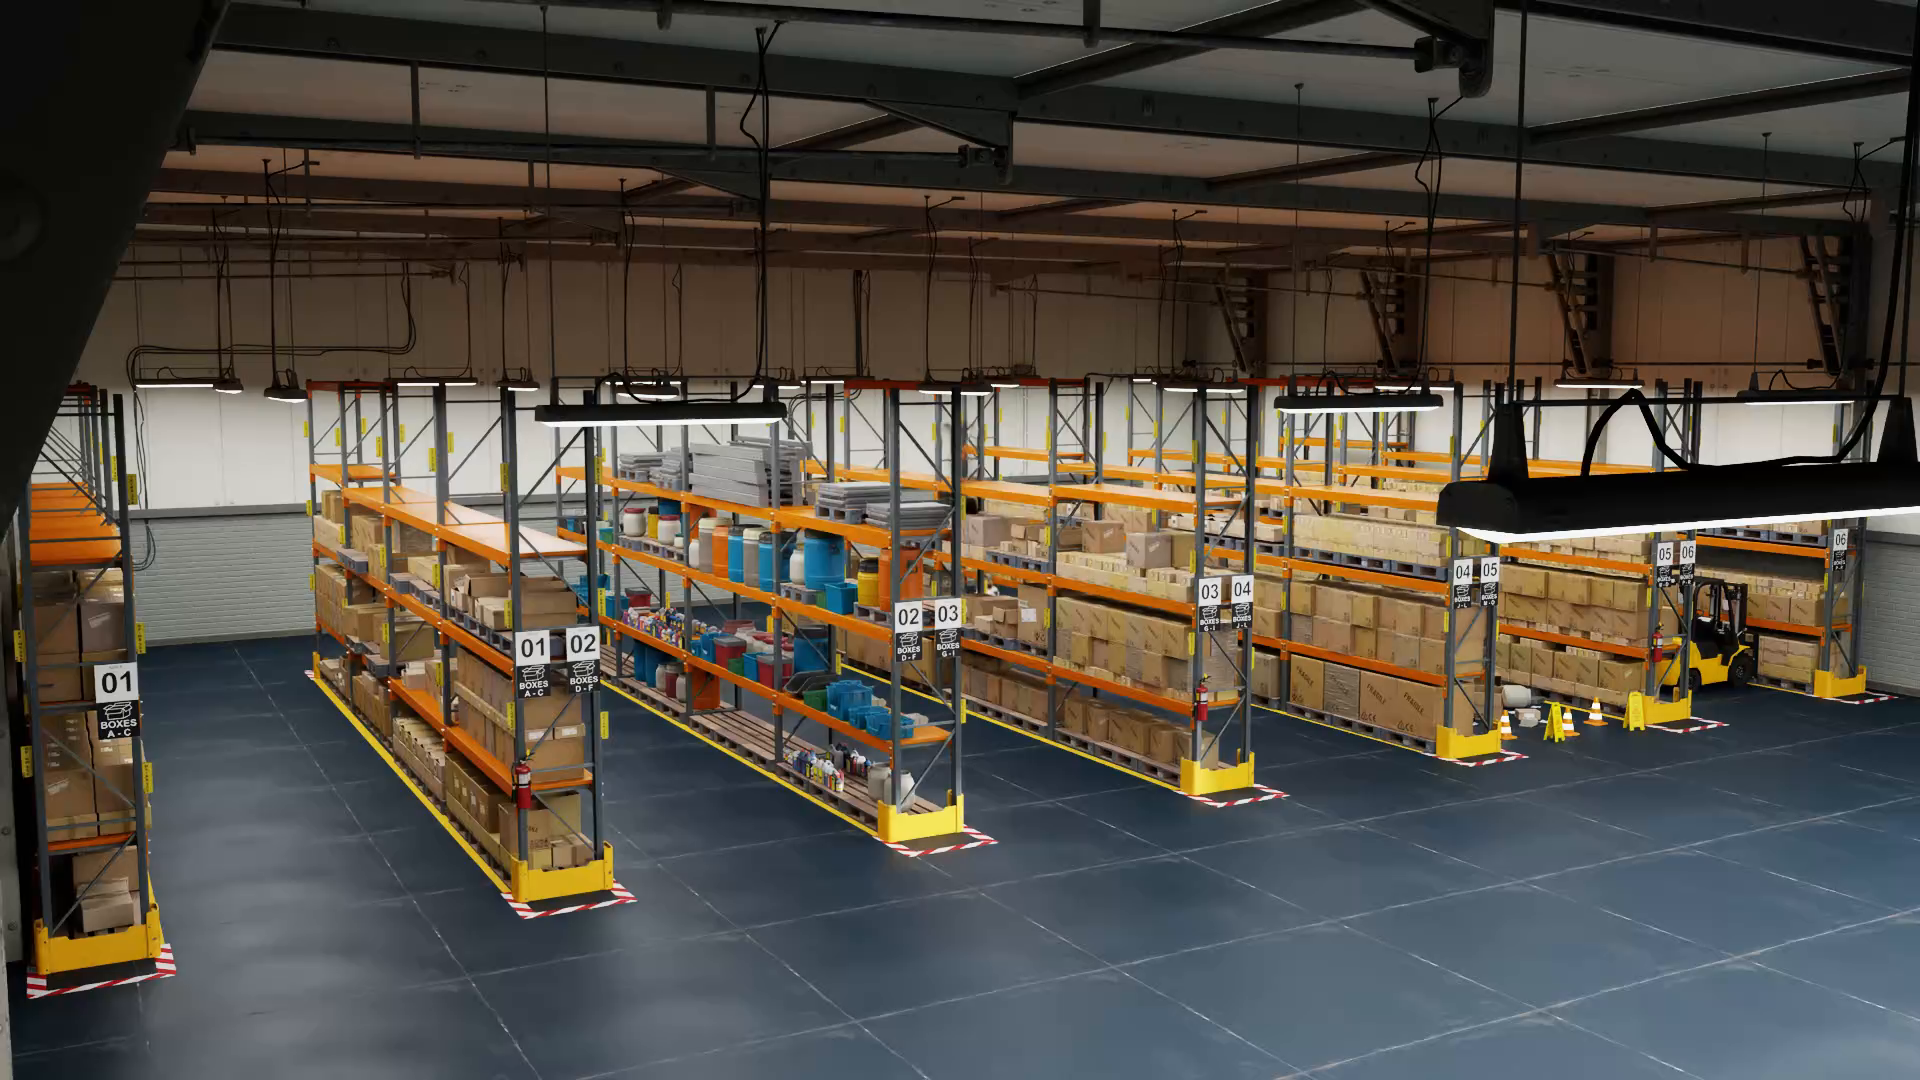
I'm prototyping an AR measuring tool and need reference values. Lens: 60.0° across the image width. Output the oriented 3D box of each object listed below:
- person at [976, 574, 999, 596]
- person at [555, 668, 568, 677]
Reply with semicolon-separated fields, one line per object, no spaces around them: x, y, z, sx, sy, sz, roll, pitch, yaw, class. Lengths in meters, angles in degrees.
0.619;1.602;36.464;0.665;1.746;0.603;-3;7;-27;person
-6.482;2.619;27.268;0.706;1.732;1.054;-5;8;-37;person
